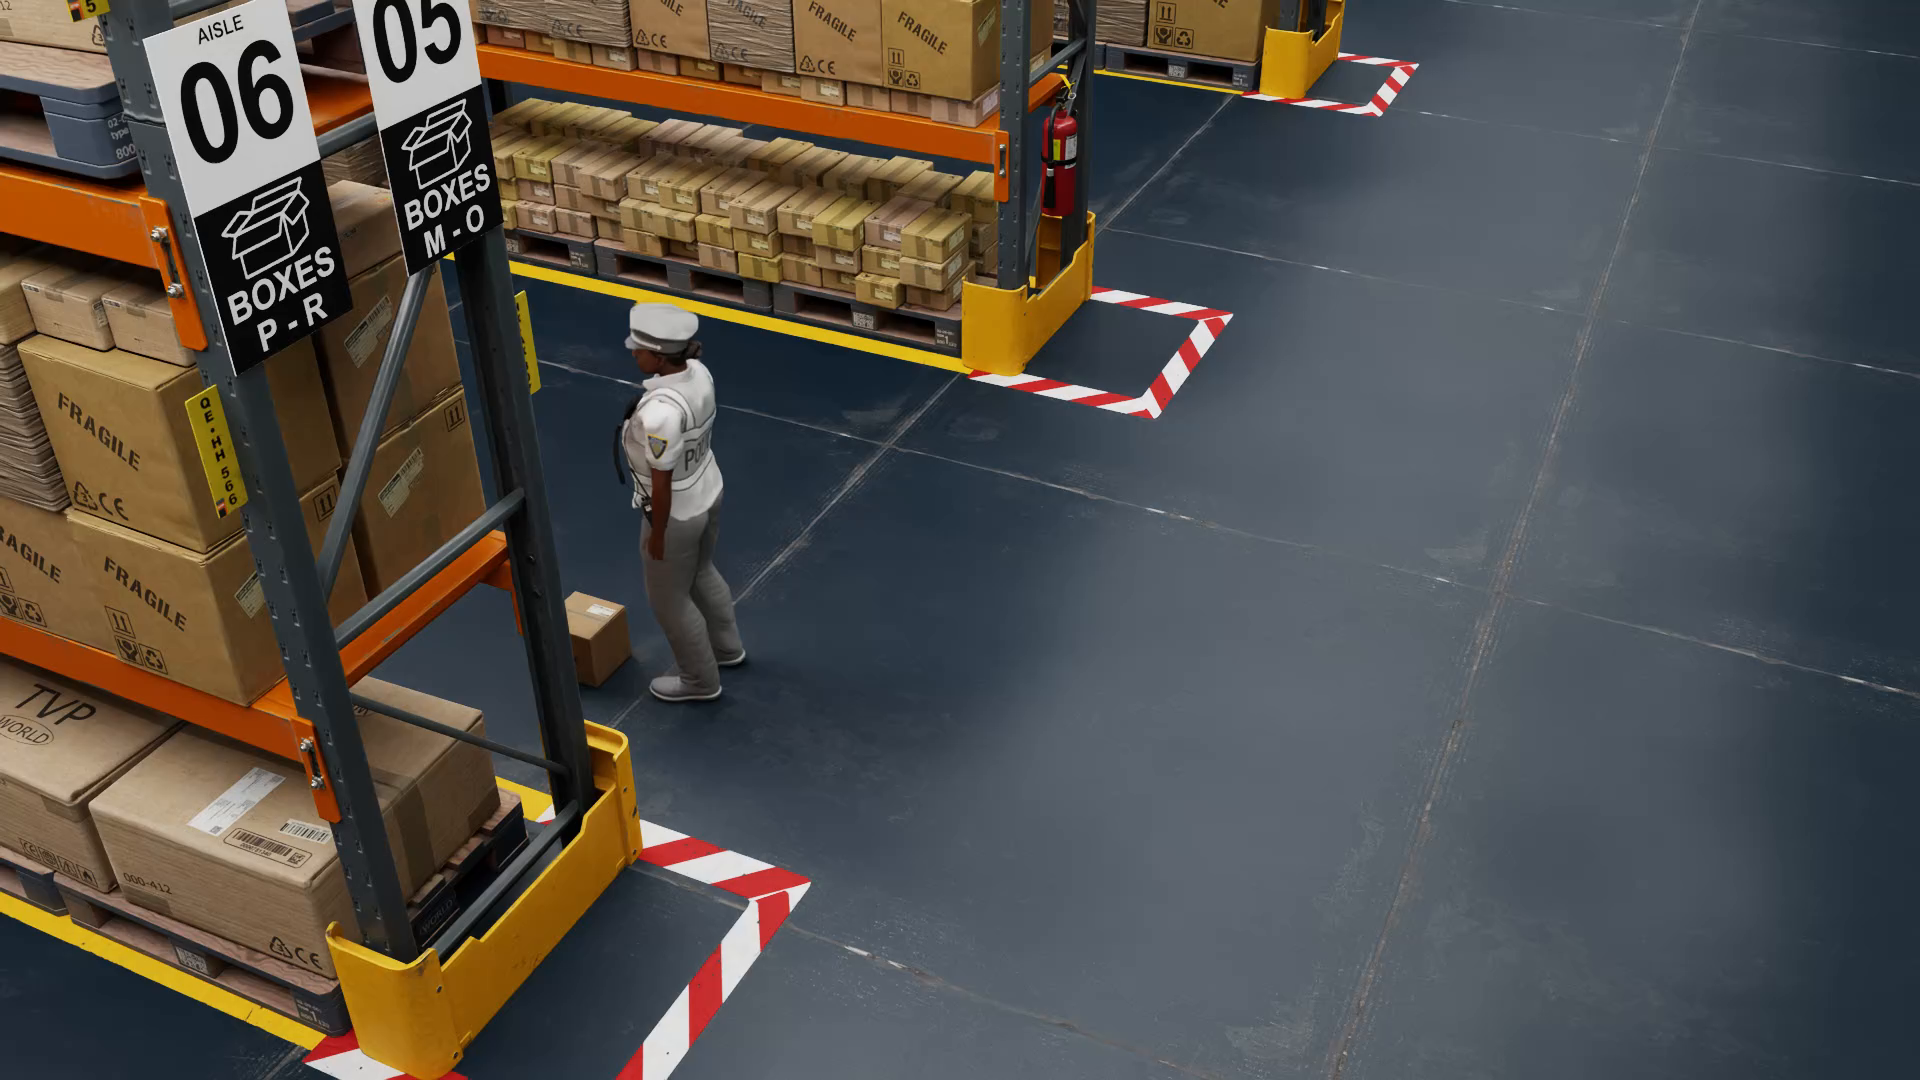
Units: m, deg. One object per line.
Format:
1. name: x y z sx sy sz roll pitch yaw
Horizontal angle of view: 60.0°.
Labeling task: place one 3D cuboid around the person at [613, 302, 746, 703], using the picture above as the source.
1. person: -1.078 -0.113 6.327 0.342 1.680 0.437 6 34 9
